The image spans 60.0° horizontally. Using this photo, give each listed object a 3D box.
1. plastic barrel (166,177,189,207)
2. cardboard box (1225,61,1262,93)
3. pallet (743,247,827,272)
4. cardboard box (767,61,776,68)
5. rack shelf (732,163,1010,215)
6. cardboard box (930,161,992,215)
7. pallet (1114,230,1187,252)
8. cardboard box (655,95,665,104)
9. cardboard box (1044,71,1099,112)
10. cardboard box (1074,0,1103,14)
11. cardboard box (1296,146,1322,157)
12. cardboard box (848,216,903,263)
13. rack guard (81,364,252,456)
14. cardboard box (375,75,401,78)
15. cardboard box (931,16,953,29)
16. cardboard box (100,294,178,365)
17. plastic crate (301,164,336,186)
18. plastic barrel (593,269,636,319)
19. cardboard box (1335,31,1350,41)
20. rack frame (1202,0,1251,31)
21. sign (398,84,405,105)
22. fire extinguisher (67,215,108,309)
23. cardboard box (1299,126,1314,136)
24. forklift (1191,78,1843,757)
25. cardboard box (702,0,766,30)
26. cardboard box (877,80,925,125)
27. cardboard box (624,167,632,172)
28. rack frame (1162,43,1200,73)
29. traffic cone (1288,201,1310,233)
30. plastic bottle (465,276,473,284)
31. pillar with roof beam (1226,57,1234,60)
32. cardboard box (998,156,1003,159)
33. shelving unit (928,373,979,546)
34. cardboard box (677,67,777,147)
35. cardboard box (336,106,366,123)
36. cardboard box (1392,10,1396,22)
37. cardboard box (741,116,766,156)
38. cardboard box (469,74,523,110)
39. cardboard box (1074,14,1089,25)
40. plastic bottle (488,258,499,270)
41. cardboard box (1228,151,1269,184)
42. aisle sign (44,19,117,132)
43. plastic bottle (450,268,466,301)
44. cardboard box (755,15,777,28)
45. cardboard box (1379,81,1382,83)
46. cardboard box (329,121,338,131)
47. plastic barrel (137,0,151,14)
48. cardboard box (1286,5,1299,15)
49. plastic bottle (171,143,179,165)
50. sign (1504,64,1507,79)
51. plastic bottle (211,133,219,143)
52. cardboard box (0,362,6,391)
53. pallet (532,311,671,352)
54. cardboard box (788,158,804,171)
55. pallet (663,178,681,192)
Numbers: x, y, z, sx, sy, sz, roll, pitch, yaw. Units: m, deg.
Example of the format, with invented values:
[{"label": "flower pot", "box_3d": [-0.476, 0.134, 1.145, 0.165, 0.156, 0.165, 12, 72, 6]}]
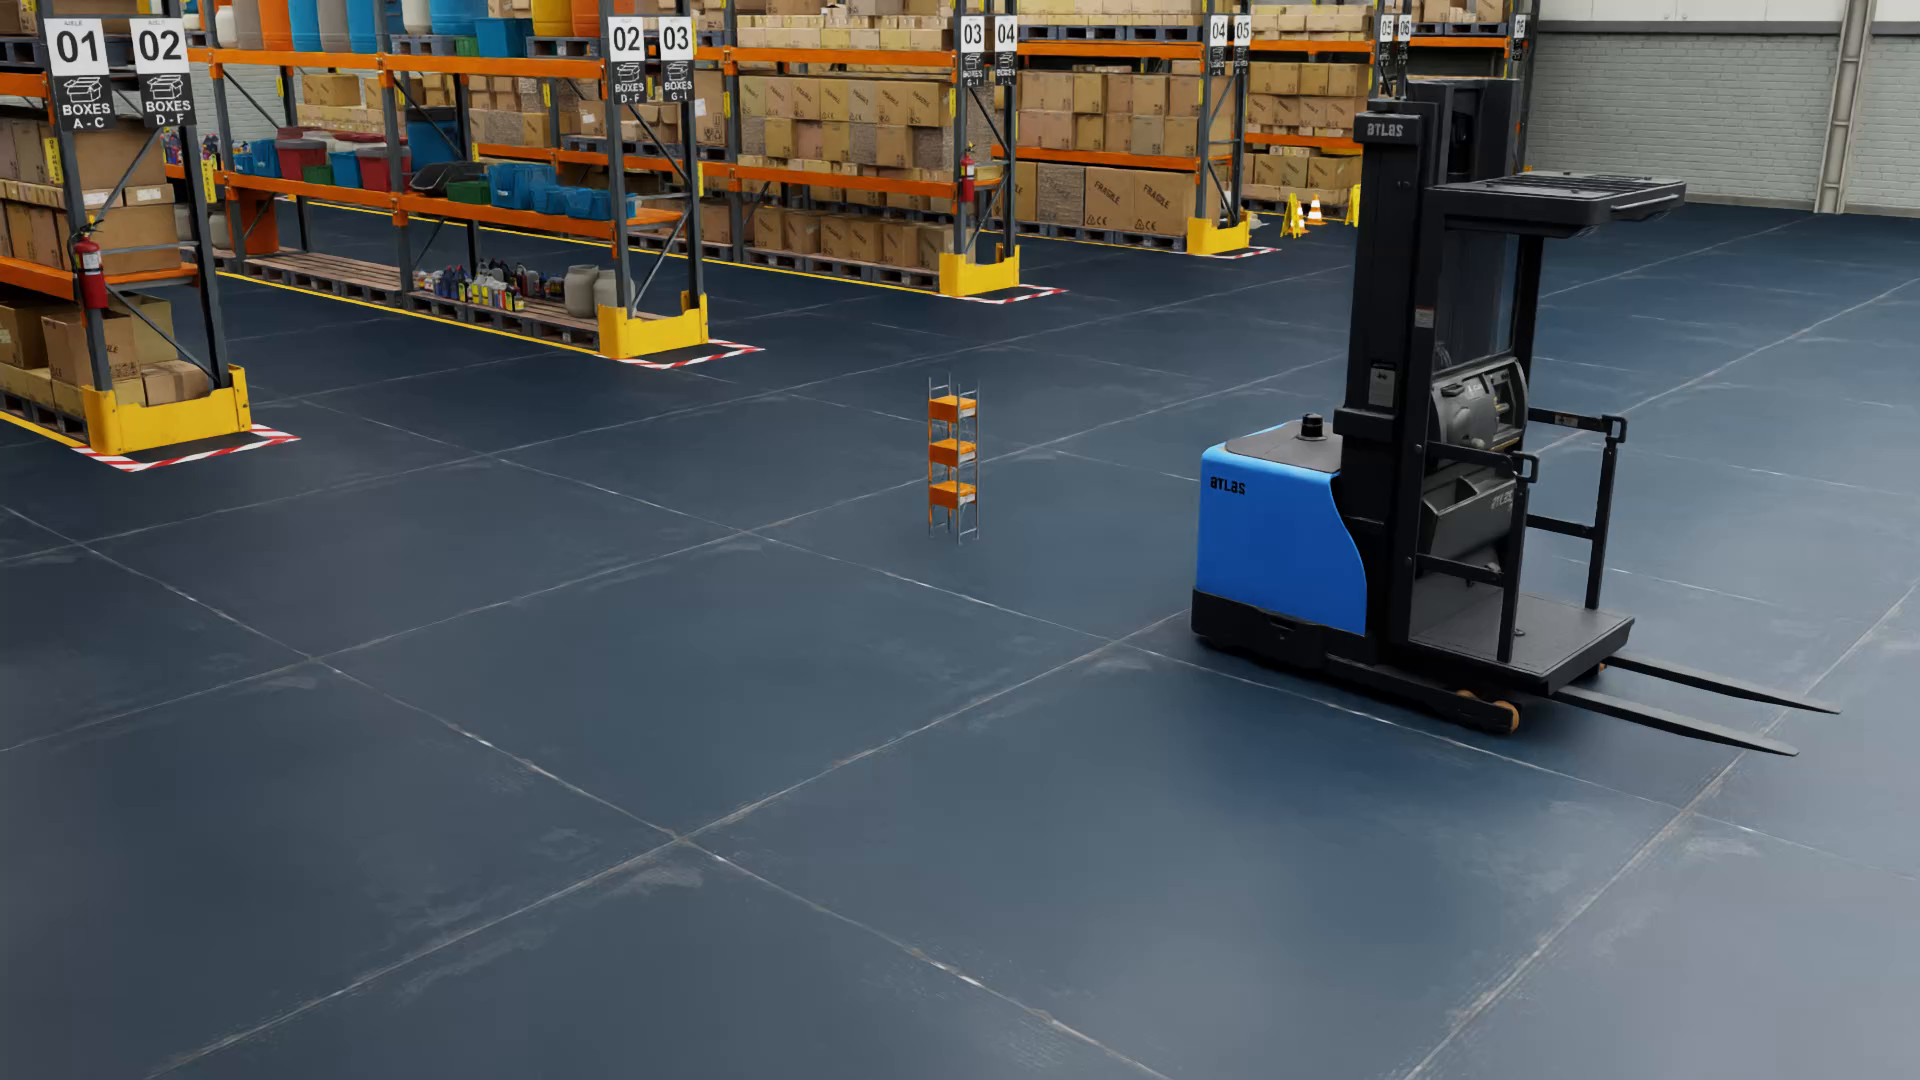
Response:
[{"label": "plastic barrel", "box_3d": [-11.038, -4.713, 23.371, 0.708, 0.901, 0.600, 15, 23, 39]}, {"label": "cardboard box", "box_3d": [4.796, -7.839, 28.136, 0.500, 0.500, 0.700, 14, 23, 38]}, {"label": "pallet", "box_3d": [-2.166, -3.827, 22.413, 1.213, 0.211, 1.003, 15, 23, 39]}, {"label": "cardboard box", "box_3d": [-3.764, -9.994, 35.418, 0.500, 0.500, 0.500, 15, 23, 39]}, {"label": "rack shelf", "box_3d": [-1.196, -4.539, 21.234, 4.000, 0.370, 1.077, 15, 23, 39]}, {"label": "cardboard box", "box_3d": [0.152, -5.617, 26.468, 0.750, 0.750, 1.050, 15, 23, 39]}, {"label": "pallet", "box_3d": [3.018, -4.395, 24.204, 1.213, 0.211, 1.003, 15, 23, 39]}, {"label": "cardboard box", "box_3d": [-5.318, -8.030, 30.277, 0.250, 0.149, 0.380, 15, 23, 40]}, {"label": "cardboard box", "box_3d": [1.730, -6.666, 24.714, 0.550, 0.550, 0.875, 15, 23, 39]}, {"label": "cardboard box", "box_3d": [1.991, -7.668, 23.843, 0.500, 0.250, 0.500, 15, 23, 40]}, {"label": "cardboard box", "box_3d": [5.786, -6.439, 27.571, 0.250, 0.149, 0.380, 16, 24, 41]}, {"label": "cardboard box", "box_3d": [-1.082, -3.860, 21.345, 0.500, 0.500, 0.500, -16, 23, -41]}, {"label": "rack guard", "box_3d": [-6.261, -1.043, 13.163, 0.348, 0.500, 1.175, 15, 23, 39]}, {"label": "cardboard box", "box_3d": [-9.619, -7.675, 28.445, 0.500, 0.500, 0.500, 14, 22, 38]}, {"label": "cardboard box", "box_3d": [-0.115, -6.013, 19.322, 0.250, 0.149, 0.380, 15, 23, 39]}, {"label": "cardboard box", "box_3d": [-6.907, -1.744, 13.852, 0.500, 0.500, 0.500, 15, 23, 39]}, {"label": "plastic crate", "box_3d": [-7.470, -4.347, 19.793, 0.662, 0.188, 0.450, 15, 23, 39]}, {"label": "plastic barrel", "box_3d": [-3.531, -2.489, 17.004, 0.421, 0.512, 0.421, 0, 18, 0]}, {"label": "cardboard box", "box_3d": [6.217, -8.083, 26.670, 0.250, 0.149, 0.380, 15, 23, 40]}, {"label": "rack frame", "box_3d": [3.668, -8.441, 22.425, 0.127, 3.000, 1.000, 15, 23, 39]}, {"label": "sign", "box_3d": [-9.043, -7.214, 26.913, 0.005, 0.325, 0.100, 15, 23, 39]}, {"label": "fire extinguisher", "box_3d": [-6.498, -2.074, 12.406, 0.183, 0.674, 0.296, 15, 23, 39]}, {"label": "cardboard box", "box_3d": [5.803, -6.756, 27.447, 0.250, 0.149, 0.380, 16, 23, 40]}, {"label": "forklift", "box_3d": [2.668, -0.652, 7.913, 3.031, 2.935, 1.130, 16, 23, 40]}, {"label": "cardboard box", "box_3d": [-2.978, -7.079, 22.226, 0.637, 0.503, 0.797, 14, 22, 37]}, {"label": "cardboard box", "box_3d": [-0.653, -5.300, 20.133, 0.500, 0.500, 0.500, 15, 23, 39]}, {"label": "cardboard box", "box_3d": [-6.177, -7.067, 31.539, 0.250, 0.149, 0.380, 14, 22, 37]}, {"label": "rack frame", "box_3d": [3.886, -7.525, 29.456, 0.127, 3.000, 1.000, 15, 23, 39]}, {"label": "traffic cone", "box_3d": [5.217, -4.988, 25.655, 0.334, 0.463, 0.336, 15, 23, 39]}, {"label": "plastic bottle", "box_3d": [-5.375, -2.757, 18.214, 0.097, 0.271, 0.097, 0, 18, 0]}, {"label": "pillar with roof beam", "box_3d": [2.902, -11.280, 31.369, 0.400, 9.000, 9.100, 15, 23, 39]}, {"label": "cardboard box", "box_3d": [0.433, -7.673, 32.741, 0.875, 0.875, 0.875, 15, 23, 39]}, {"label": "shelving unit", "box_3d": [-0.040, -0.511, 10.578, 0.252, 1.050, 0.215, 15, 23, 39]}, {"label": "cardboard box", "box_3d": [-3.193, -5.960, 22.839, 1.000, 1.000, 1.000, 15, 23, 40]}, {"label": "cardboard box", "box_3d": [-10.327, -7.297, 28.494, 0.500, 0.250, 0.500, 14, 23, 38]}, {"label": "cardboard box", "box_3d": [8.086, -9.896, 31.329, 0.258, 0.266, 0.396, 14, 23, 38]}, {"label": "cardboard box", "box_3d": [-2.396, -5.368, 22.002, 0.500, 0.500, 0.875, 15, 23, 39]}, {"label": "cardboard box", "box_3d": [-7.211, -7.027, 26.063, 0.637, 0.503, 0.797, 16, 24, 41]}, {"label": "cardboard box", "box_3d": [1.860, -7.487, 23.934, 0.250, 0.149, 0.380, 15, 23, 40]}, {"label": "plastic bottle", "box_3d": [-5.307, -3.045, 18.992, 0.185, 0.351, 0.144, 14, 23, 38]}, {"label": "cardboard box", "box_3d": [4.943, -6.383, 28.470, 0.500, 0.500, 0.500, 17, 24, 42]}, {"label": "aisle sign", "box_3d": [-6.424, -3.399, 12.156, 0.004, 0.787, 0.394, 15, 23, 39]}, {"label": "plastic bottle", "box_3d": [-5.510, -2.816, 18.268, 0.185, 0.351, 0.144, 14, 22, 37]}, {"label": "cardboard box", "box_3d": [-2.409, -6.658, 21.354, 0.250, 0.149, 0.380, 14, 22, 37]}, {"label": "cardboard box", "box_3d": [8.008, -8.814, 31.788, 0.250, 0.149, 0.380, 15, 23, 38]}, {"label": "cardboard box", "box_3d": [-10.658, -7.169, 28.749, 0.250, 0.149, 0.380, 15, 23, 39]}, {"label": "plastic barrel", "box_3d": [-11.146, -7.351, 22.943, 0.600, 0.588, 0.600, 0, 18, 0]}, {"label": "cardboard box", "box_3d": [5.546, -8.693, 27.273, 0.250, 0.149, 0.380, 14, 22, 38]}, {"label": "plastic bottle", "box_3d": [-10.412, -5.124, 22.083, 0.133, 0.283, 0.061, 15, 23, 39]}, {"label": "sign", "box_3d": [9.799, -8.391, 29.877, 0.005, 0.325, 0.100, 15, 23, 39]}, {"label": "plastic bottle", "box_3d": [-10.235, -5.414, 22.884, 0.185, 0.351, 0.144, 15, 23, 39]}, {"label": "cardboard box", "box_3d": [-8.006, -1.468, 14.222, 0.500, 0.250, 0.500, 15, 23, 39]}, {"label": "pallet", "box_3d": [-3.680, -2.199, 17.284, 1.213, 0.211, 1.003, 15, 23, 39]}, {"label": "cardboard box", "box_3d": [-1.994, -4.847, 21.434, 0.250, 0.149, 0.380, 15, 23, 39]}, {"label": "pallet", "box_3d": [-5.833, -6.789, 31.746, 1.213, 0.211, 1.003, 15, 23, 39]}]
